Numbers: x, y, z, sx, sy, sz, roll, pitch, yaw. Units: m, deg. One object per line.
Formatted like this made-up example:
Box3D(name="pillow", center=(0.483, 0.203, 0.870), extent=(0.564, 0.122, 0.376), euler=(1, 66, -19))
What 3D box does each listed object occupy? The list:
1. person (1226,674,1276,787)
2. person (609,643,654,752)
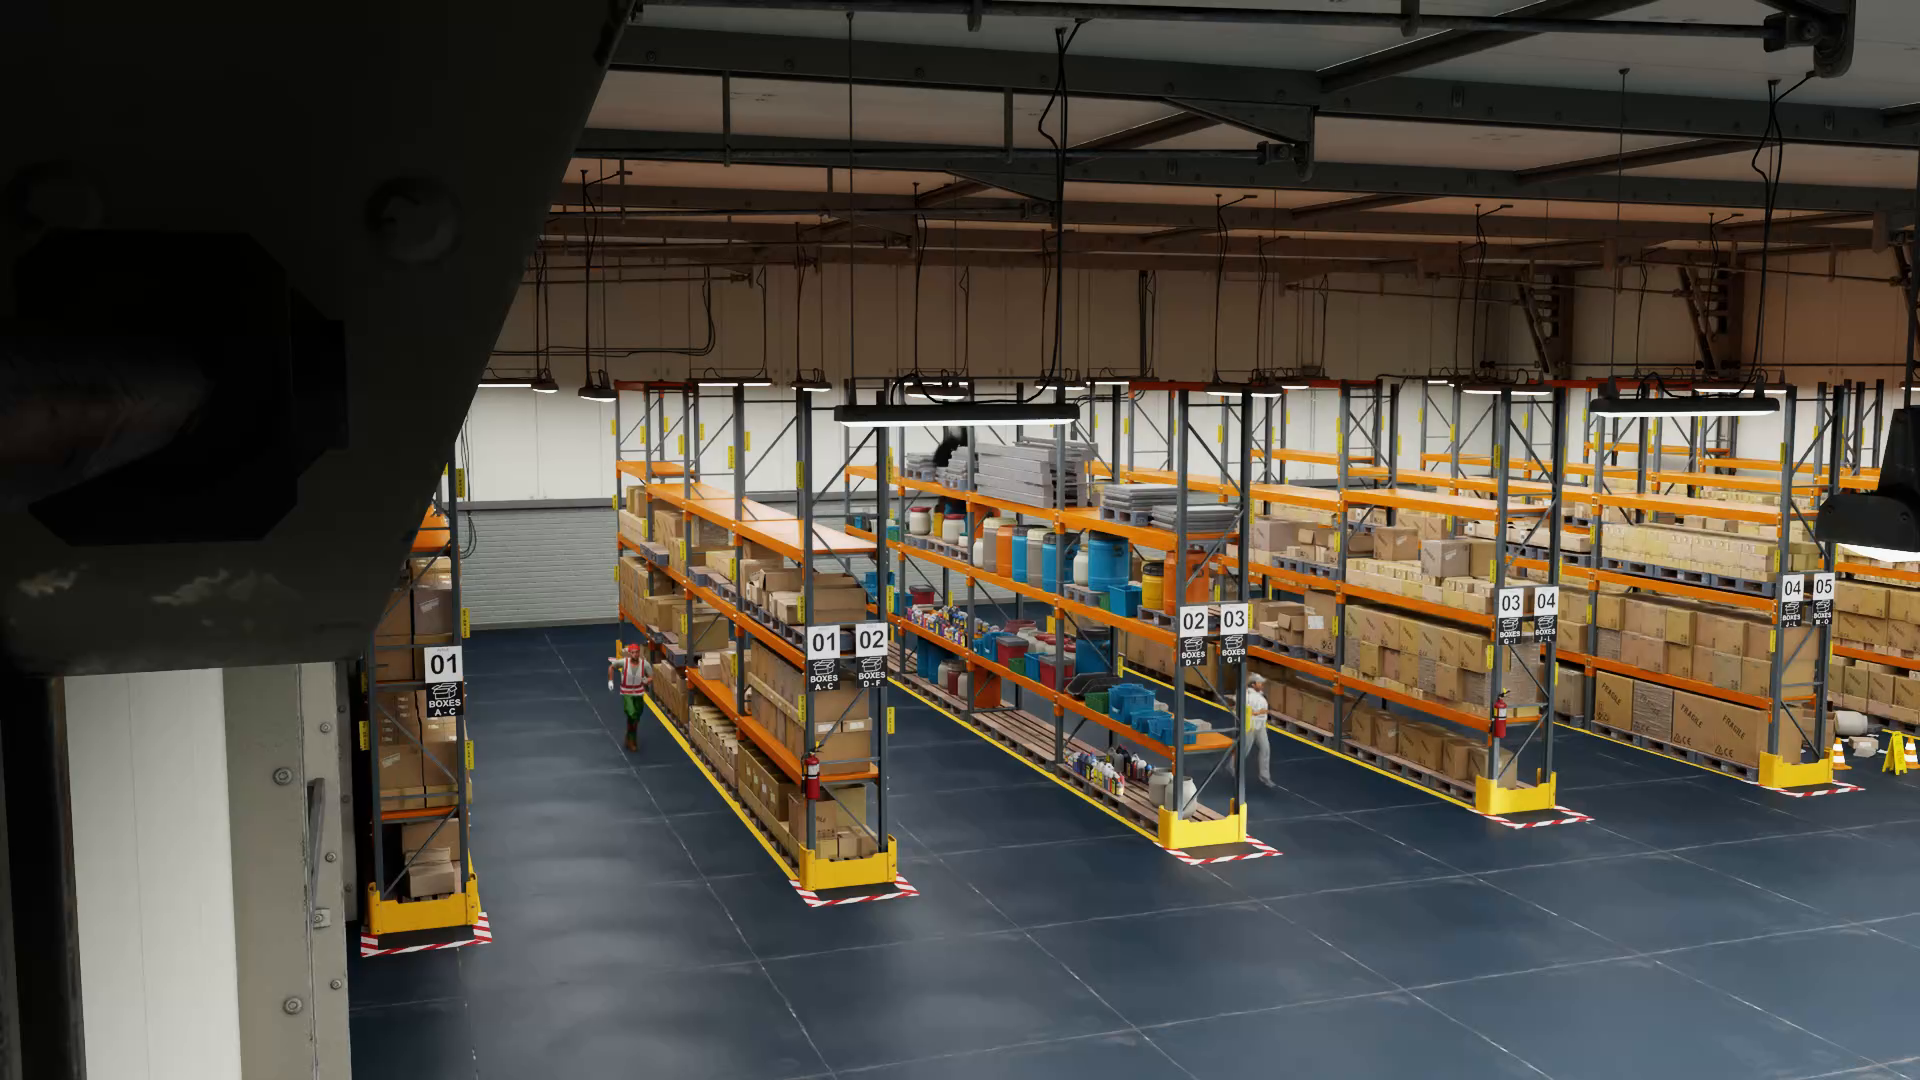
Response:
Box3D(name="person", center=(4.371, 2.862, 25.101), extent=(0.826, 1.716, 0.566), euler=(6, 8, 44))
Box3D(name="person", center=(-5.377, 2.564, 27.284), extent=(0.694, 1.786, 0.840), euler=(-2, 6, -22))
